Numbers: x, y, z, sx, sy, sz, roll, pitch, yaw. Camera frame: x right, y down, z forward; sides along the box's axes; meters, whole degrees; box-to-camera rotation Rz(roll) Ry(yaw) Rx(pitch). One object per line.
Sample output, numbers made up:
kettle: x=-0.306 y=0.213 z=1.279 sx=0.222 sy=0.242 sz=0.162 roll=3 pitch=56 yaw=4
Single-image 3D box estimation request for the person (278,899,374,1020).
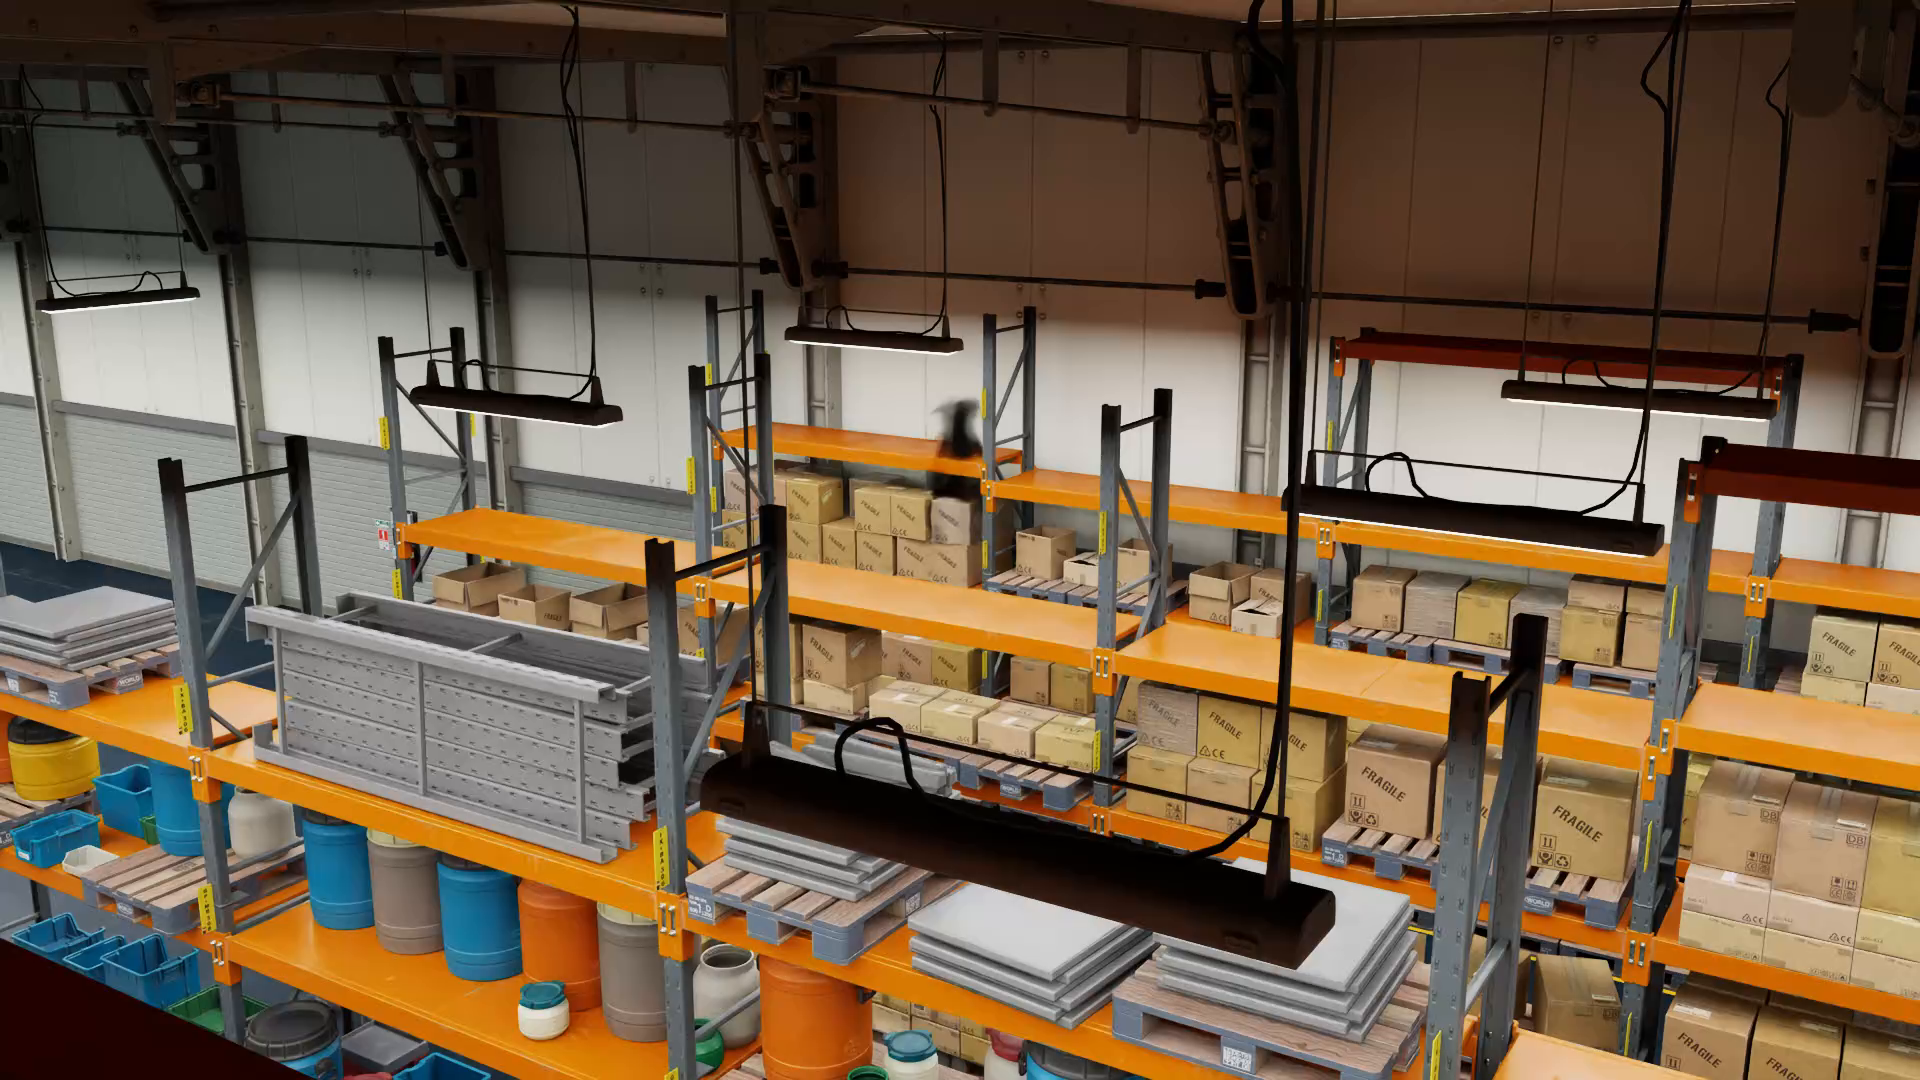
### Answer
person: x=-5.719 y=3.630 z=15.150 sx=1.101 sy=1.596 sz=0.657 roll=5 pitch=15 yaw=20
